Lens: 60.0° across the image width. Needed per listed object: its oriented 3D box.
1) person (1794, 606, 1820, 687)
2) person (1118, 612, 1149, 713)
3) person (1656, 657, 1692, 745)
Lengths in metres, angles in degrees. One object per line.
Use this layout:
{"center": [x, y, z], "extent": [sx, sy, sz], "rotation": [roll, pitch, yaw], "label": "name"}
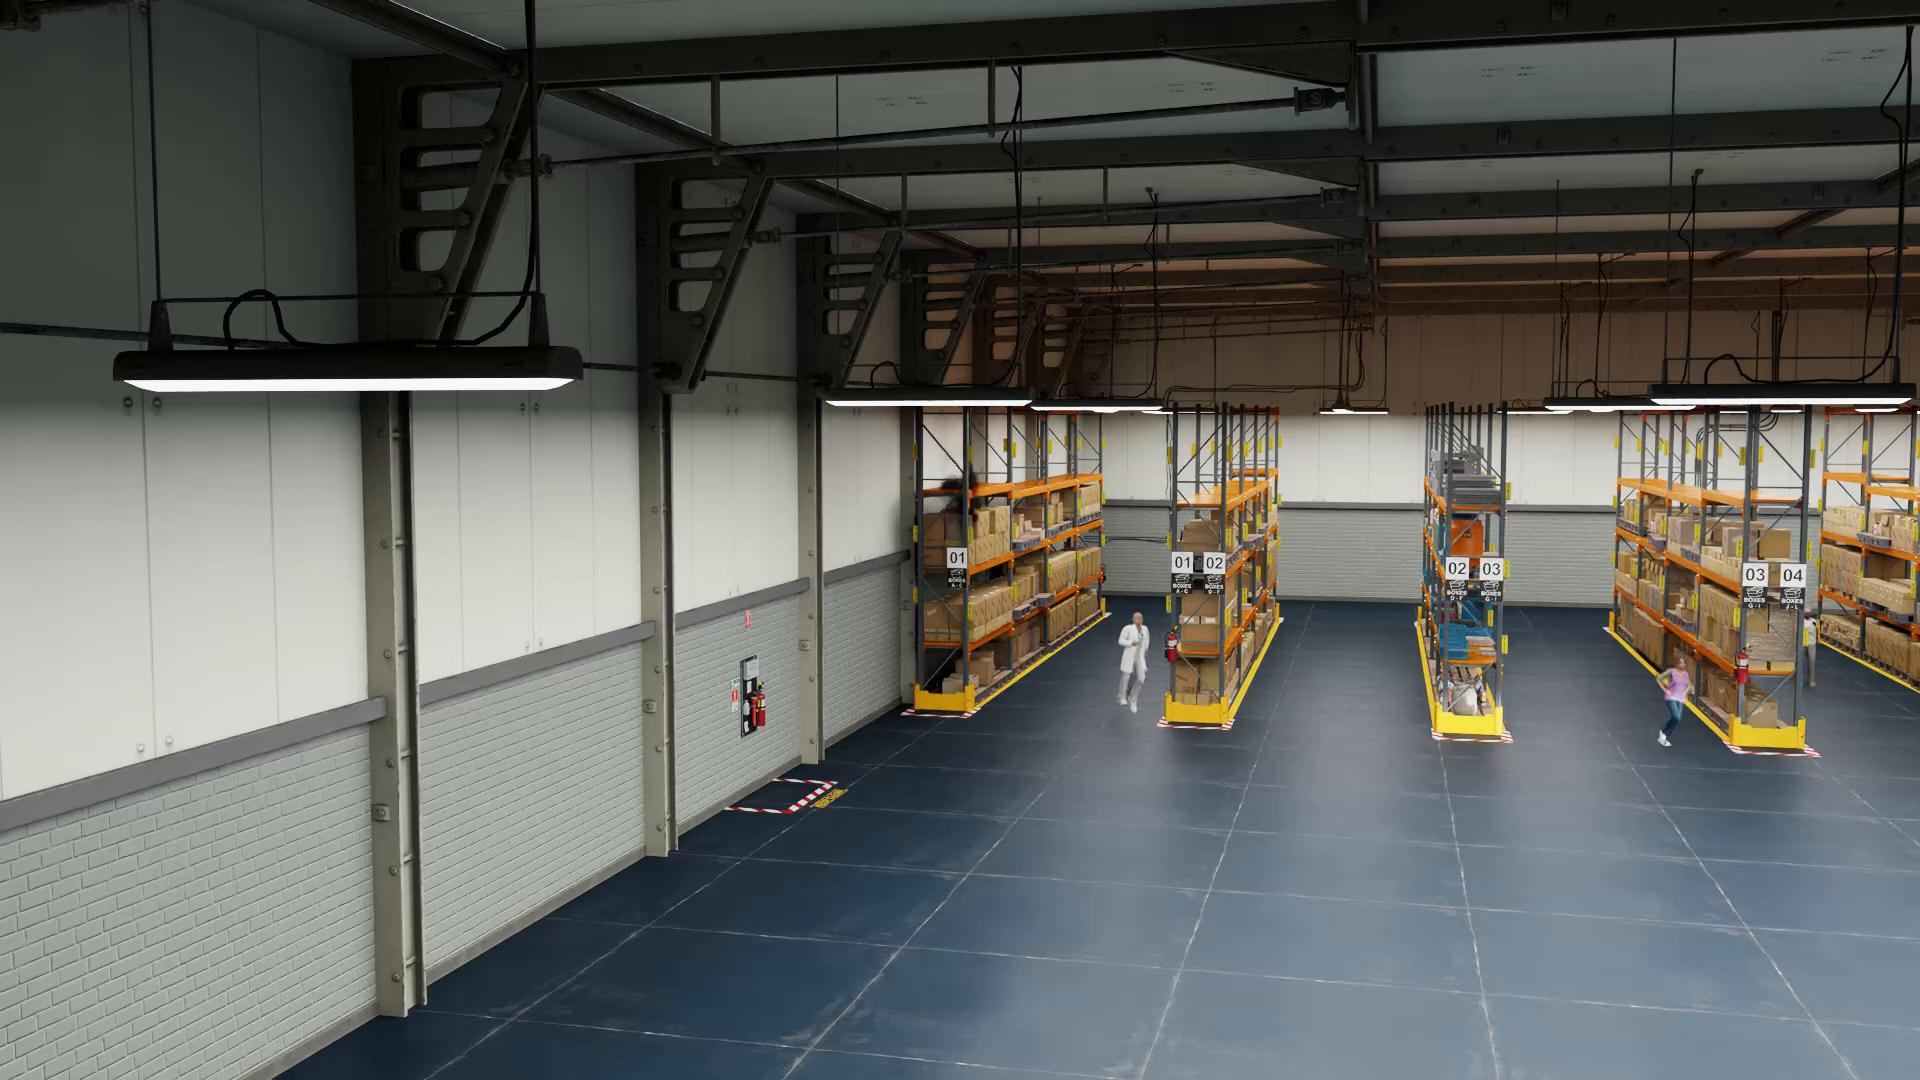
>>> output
{"center": [18.062, 2.235, 35.480], "extent": [0.575, 1.685, 0.894], "rotation": [1, 4, 10], "label": "person"}
{"center": [3.300, 2.291, 31.167], "extent": [0.708, 1.871, 0.769], "rotation": [-1, 4, -17], "label": "person"}
{"center": [12.479, 2.810, 28.966], "extent": [0.545, 1.568, 0.525], "rotation": [-1, 4, -14], "label": "person"}
